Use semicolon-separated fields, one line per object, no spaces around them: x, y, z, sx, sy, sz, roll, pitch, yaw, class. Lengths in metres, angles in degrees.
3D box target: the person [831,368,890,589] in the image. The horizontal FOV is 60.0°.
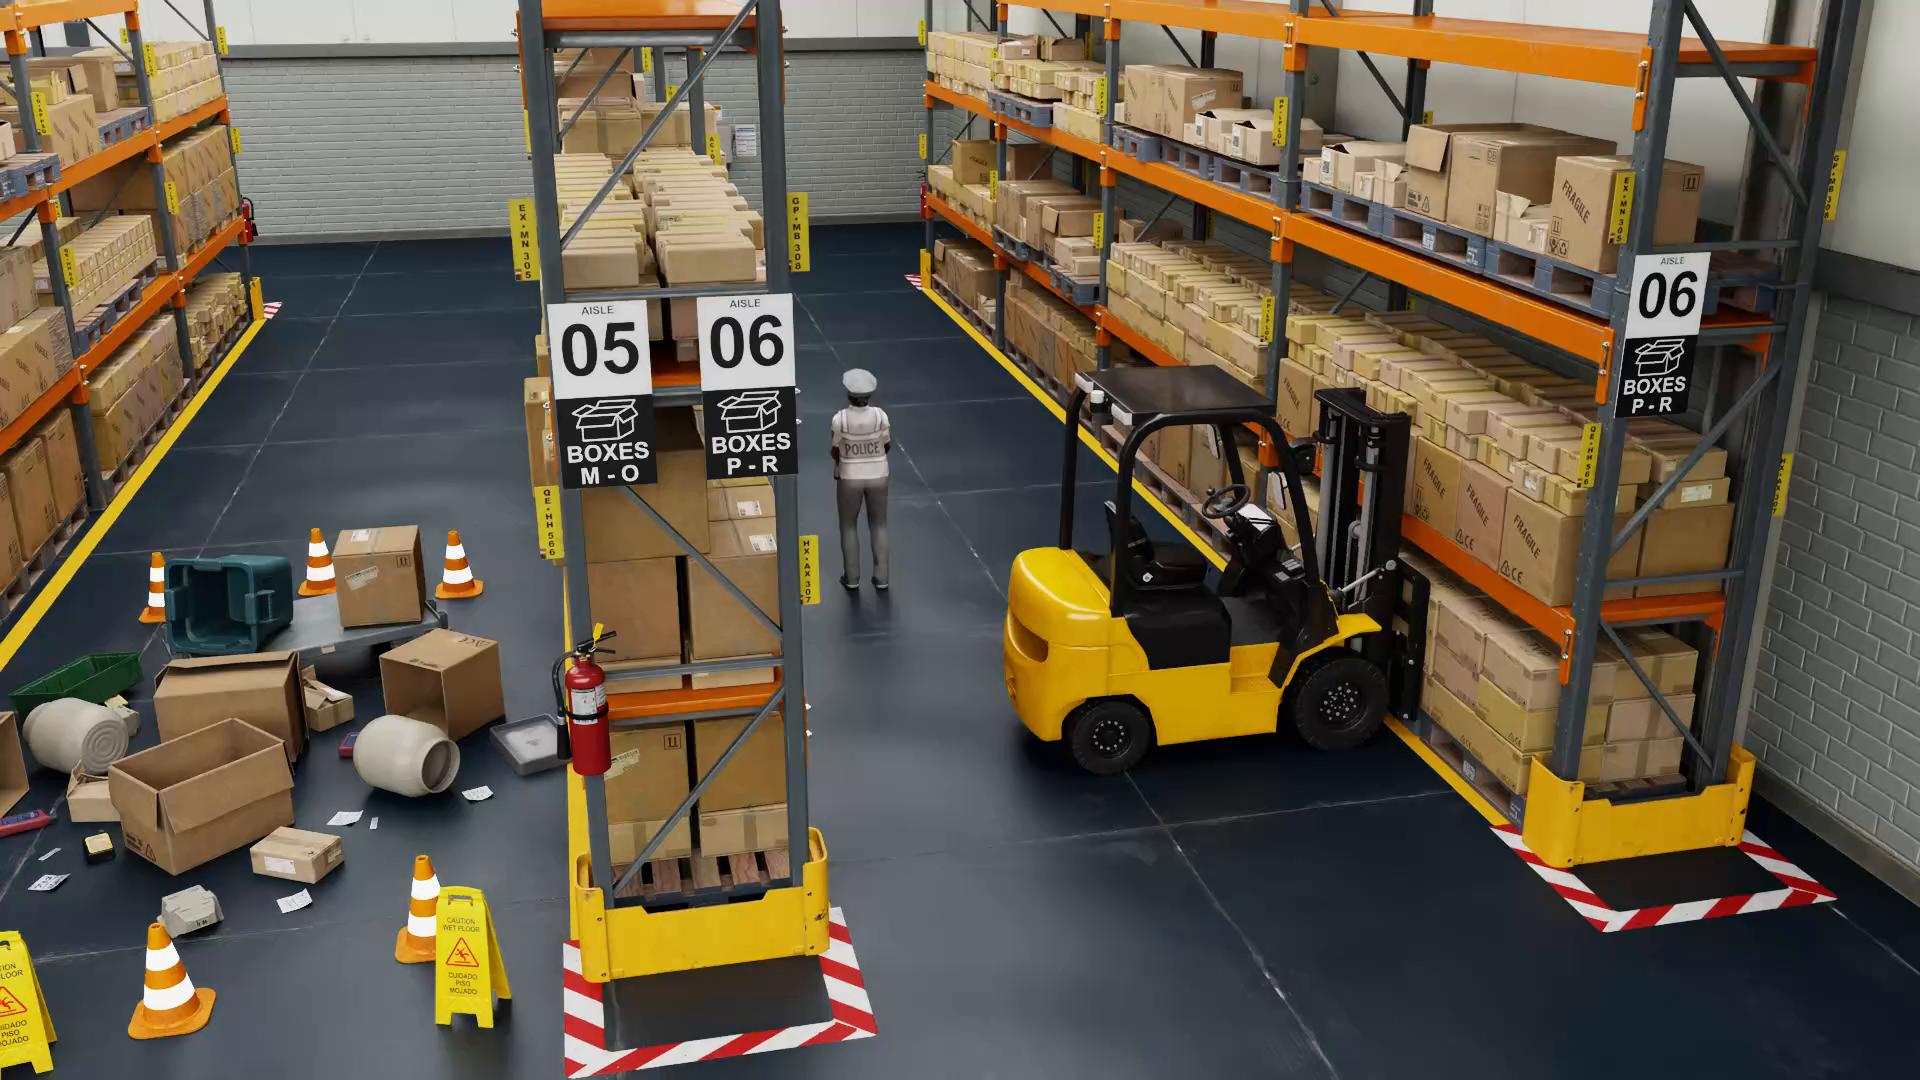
-0.738;-0.466;12.329;0.449;1.688;0.535;-4;20;-12;person
